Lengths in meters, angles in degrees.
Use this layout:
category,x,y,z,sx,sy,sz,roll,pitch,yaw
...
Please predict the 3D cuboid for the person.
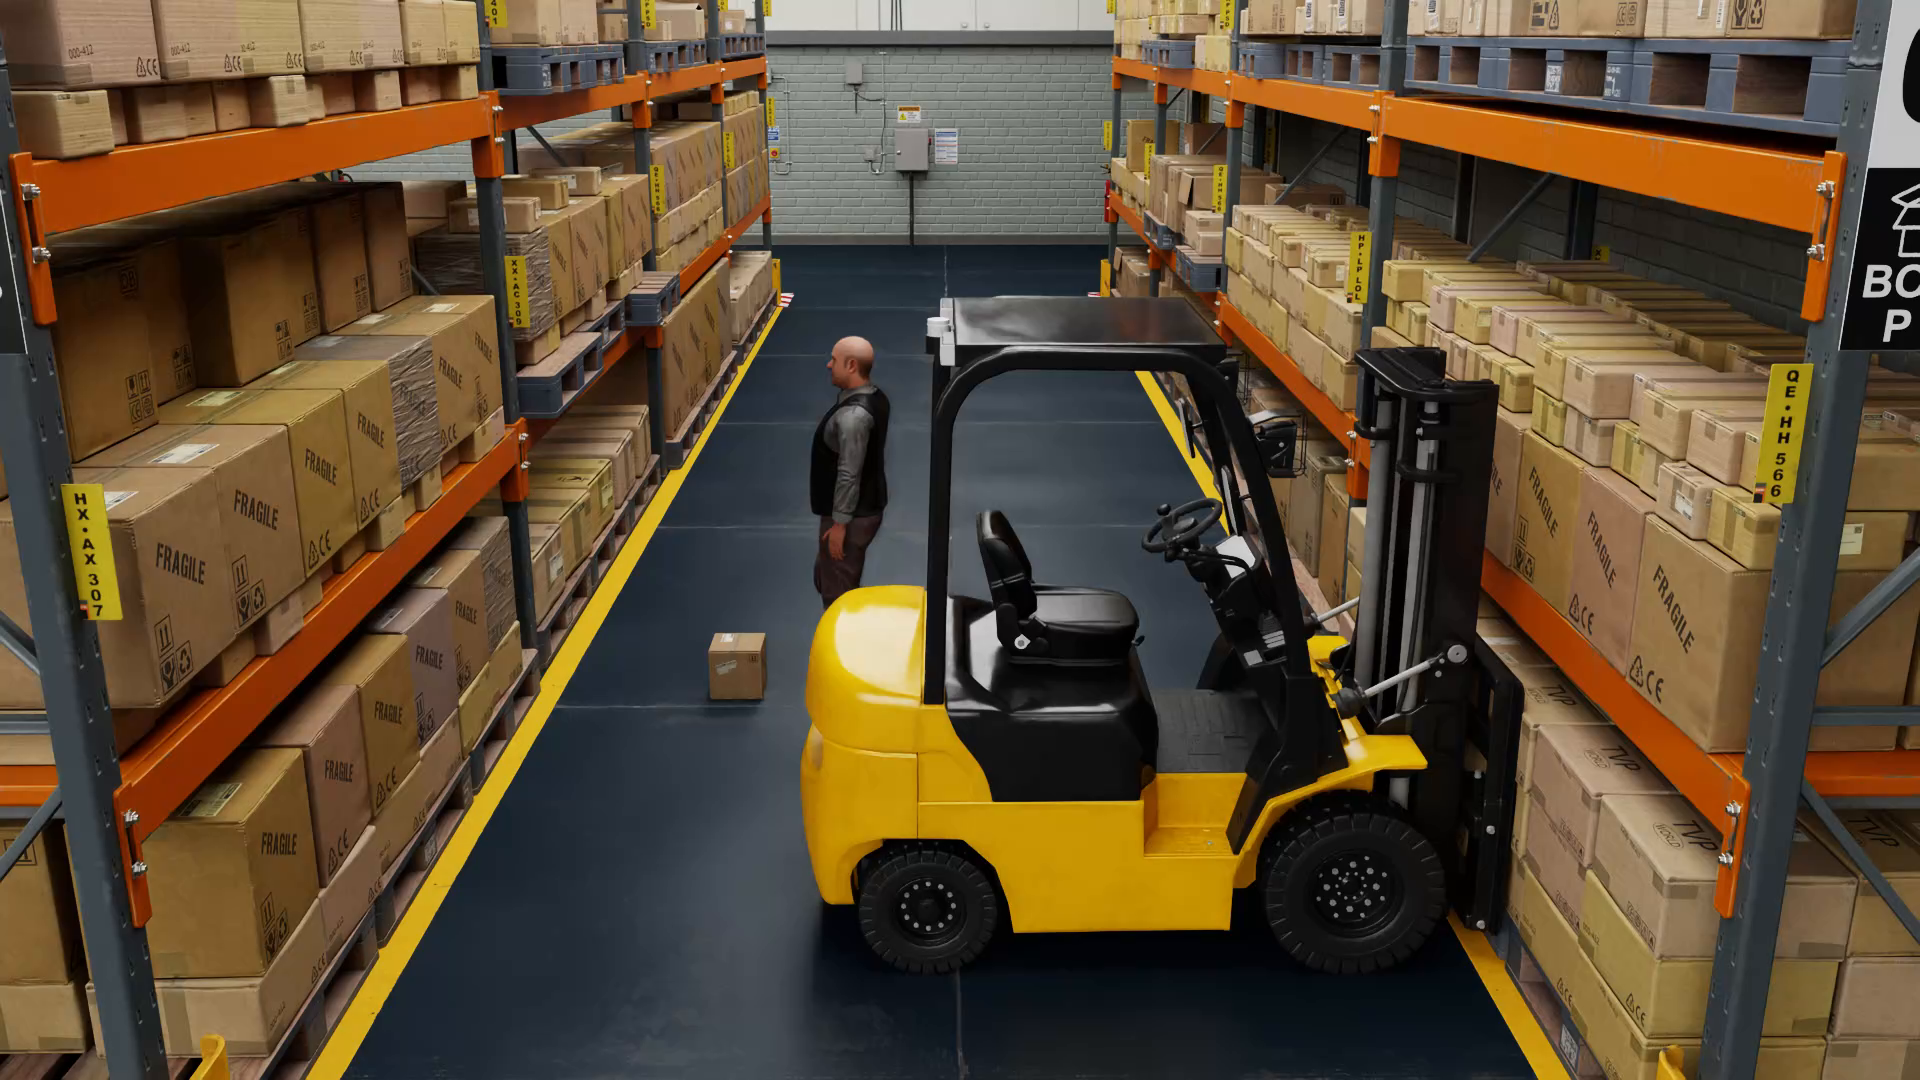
category,x,y,z,sx,sy,sz,roll,pitch,yaw
person,-0.529,-0.106,7.903,0.430,1.732,0.554,2,17,7
